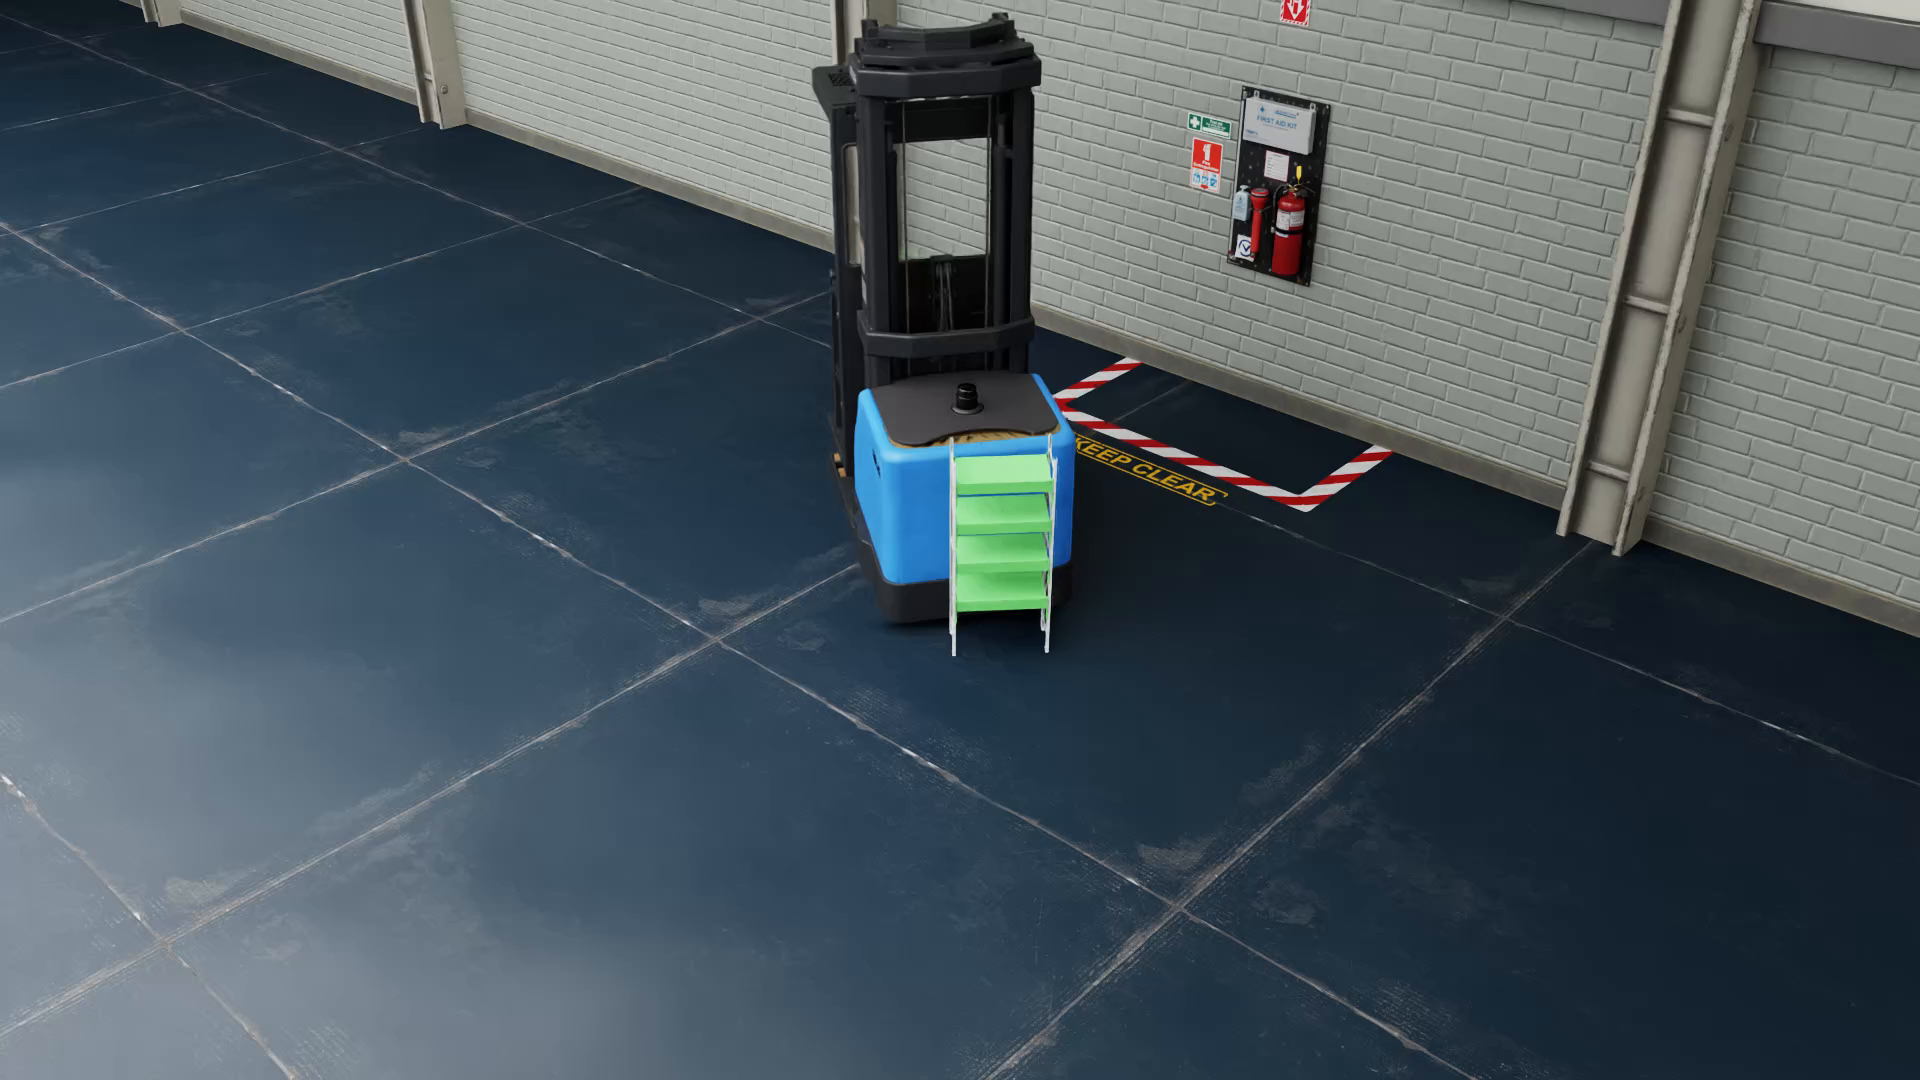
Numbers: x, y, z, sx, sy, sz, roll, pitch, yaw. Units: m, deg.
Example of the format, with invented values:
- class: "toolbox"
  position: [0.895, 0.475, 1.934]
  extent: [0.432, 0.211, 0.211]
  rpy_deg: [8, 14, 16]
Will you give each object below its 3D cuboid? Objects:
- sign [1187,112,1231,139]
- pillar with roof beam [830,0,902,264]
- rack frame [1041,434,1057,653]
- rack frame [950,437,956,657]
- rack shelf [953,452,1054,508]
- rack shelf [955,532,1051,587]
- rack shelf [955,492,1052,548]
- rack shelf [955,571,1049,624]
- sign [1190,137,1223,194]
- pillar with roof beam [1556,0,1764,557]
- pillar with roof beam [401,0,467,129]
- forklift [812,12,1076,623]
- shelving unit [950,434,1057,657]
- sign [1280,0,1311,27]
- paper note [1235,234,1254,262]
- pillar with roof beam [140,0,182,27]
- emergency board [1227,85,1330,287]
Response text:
- class: "sign"
  position: [1.595, -2.653, 10.644]
  extent: [0.331, 0.109, 0.001]
  rpy_deg: [25, 39, 35]
- class: "pillar with roof beam"
  position: [-3.593, -4.315, 8.137]
  extent: [0.400, 9.000, 9.100]
  rpy_deg: [25, 39, 35]
- class: "rack frame"
  position: [0.451, 0.033, 8.458]
  extent: [0.015, 1.200, 0.240]
  rpy_deg: [-2, 35, -4]
- class: "rack frame"
  position: [-0.036, 0.052, 8.428]
  extent: [0.015, 1.200, 0.240]
  rpy_deg: [-2, 35, -4]
- class: "rack shelf"
  position: [0.209, -0.297, 8.202]
  extent: [0.480, 0.148, 0.258]
  rpy_deg: [-2, 35, -4]
- class: "rack shelf"
  position: [0.207, 0.095, 8.480]
  extent: [0.480, 0.148, 0.258]
  rpy_deg: [-2, 35, -4]
- class: "rack shelf"
  position: [0.208, -0.101, 8.341]
  extent: [0.480, 0.148, 0.258]
  rpy_deg: [-2, 35, -4]
- class: "rack shelf"
  position: [0.206, 0.290, 8.619]
  extent: [0.480, 0.148, 0.258]
  rpy_deg: [-2, 35, -4]
- class: "sign"
  position: [1.597, -2.430, 10.789]
  extent: [0.234, 0.329, 0.001]
  rpy_deg: [25, 39, 35]
- class: "pillar with roof beam"
  position: [0.856, -2.239, 4.688]
  extent: [0.400, 9.000, 9.100]
  rpy_deg: [25, 39, 35]
- class: "pillar with roof beam"
  position: [-8.041, -6.392, 11.587]
  extent: [0.400, 9.000, 9.100]
  rpy_deg: [25, 39, 35]
- class: "forklift"
  position: [-0.199, -1.563, 9.448]
  extent: [1.130, 2.935, 3.031]
  rpy_deg: [-6, 32, -10]
- class: "shelving unit"
  position: [0.207, 0.043, 8.443]
  extent: [0.503, 1.200, 0.258]
  rpy_deg: [-2, 35, -4]
- class: "sign"
  position: [1.999, -3.218, 9.885]
  extent: [0.199, 0.298, 0.001]
  rpy_deg: [25, 39, 35]
- class: "paper note"
  position: [1.853, -1.895, 10.788]
  extent: [0.142, 0.148, 0.016]
  rpy_deg: [25, 39, 35]
- class: "pillar with roof beam"
  position: [-12.490, -8.468, 15.036]
  extent: [0.400, 9.000, 9.100]
  rpy_deg: [25, 39, 35]
- class: "emergency board"
  position: [1.938, -2.184, 10.415]
  extent: [0.643, 1.169, 0.194]
  rpy_deg: [25, 39, 35]
